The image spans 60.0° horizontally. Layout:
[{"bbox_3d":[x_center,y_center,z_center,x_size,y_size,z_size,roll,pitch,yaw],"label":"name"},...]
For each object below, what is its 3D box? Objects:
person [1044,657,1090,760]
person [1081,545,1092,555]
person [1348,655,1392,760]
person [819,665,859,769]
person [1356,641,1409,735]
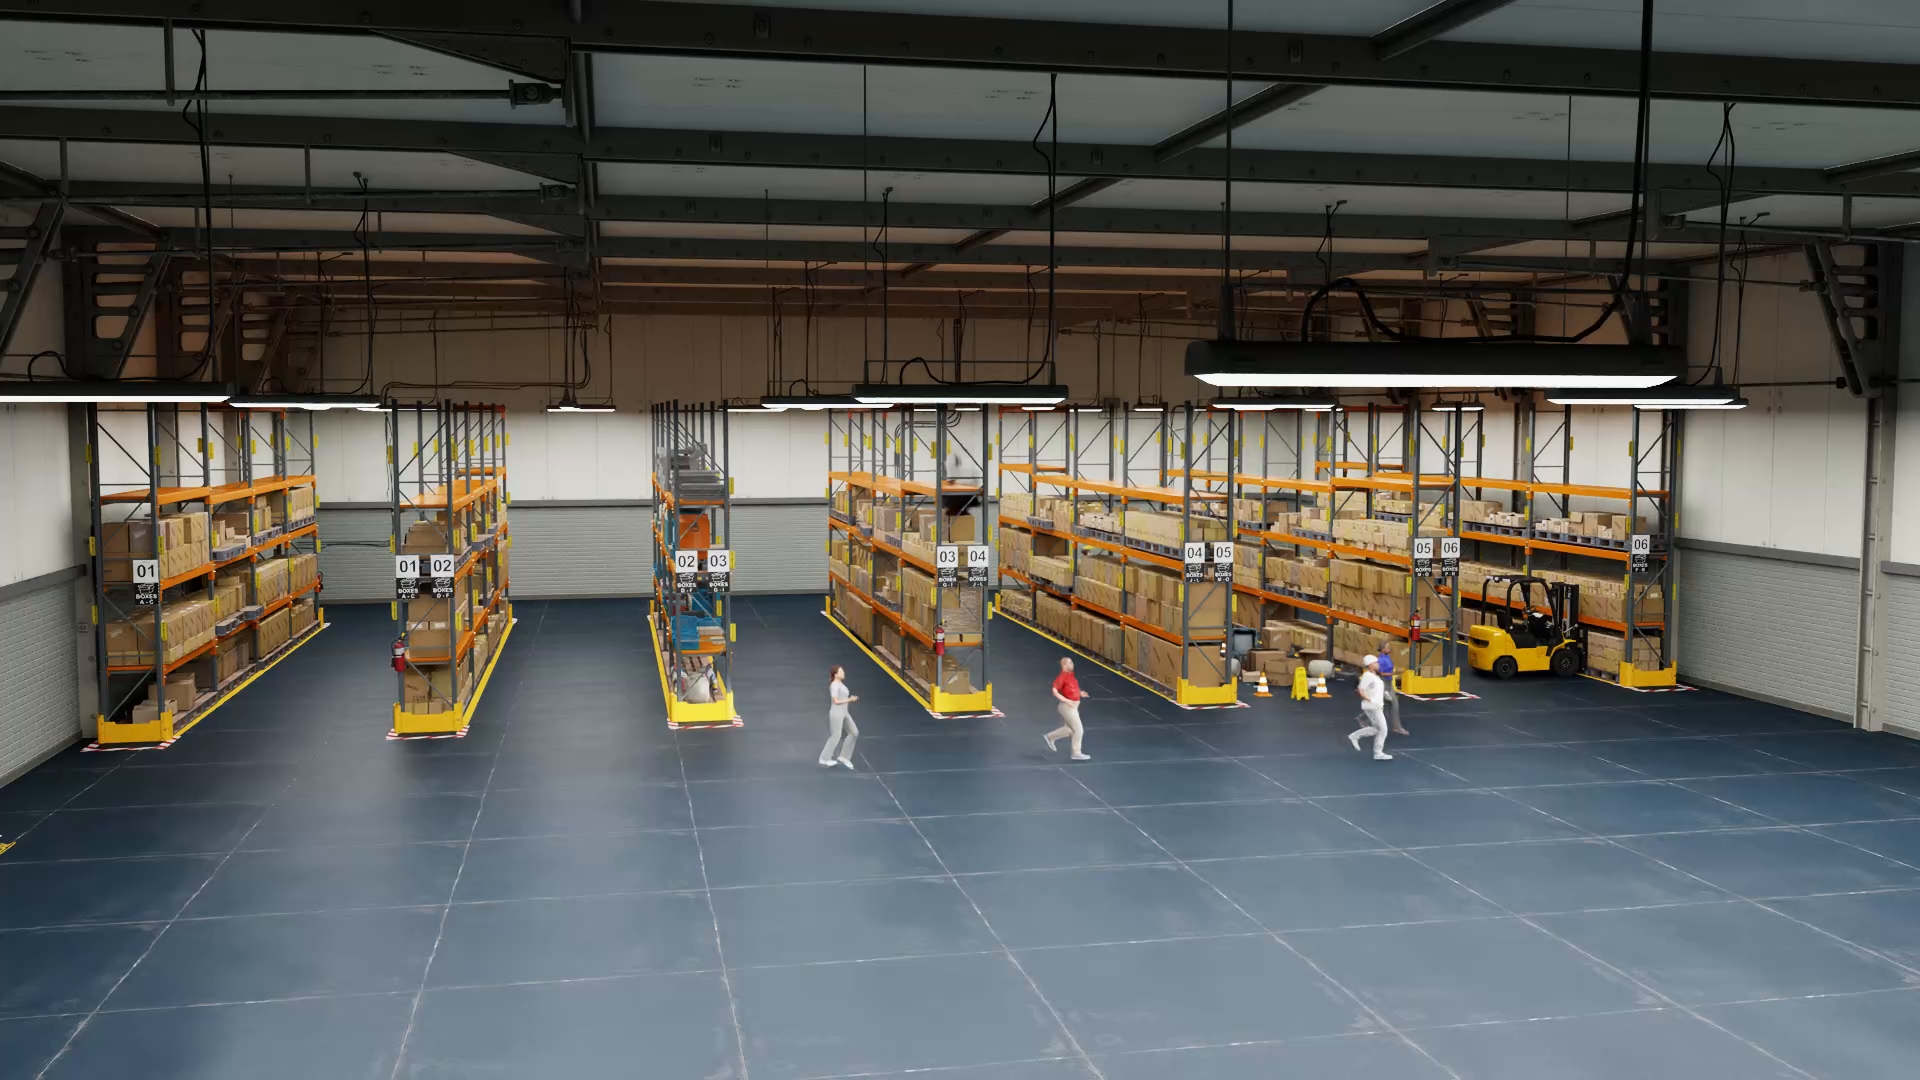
[{"bbox_3d":[1.772,2.792,27.657,0.830,1.689,0.675,1,5,18],"label":"person"},{"bbox_3d":[3.880,1.047,50.438,0.889,1.799,0.710,-1,4,-8],"label":"person"},{"bbox_3d":[6.816,2.773,27.622,0.755,1.740,0.690,2,5,24],"label":"person"},{"bbox_3d":[-1.947,2.864,26.888,0.691,1.704,0.544,1,4,15],"label":"person"},{"bbox_3d":[7.585,2.633,29.767,0.939,1.643,0.575,3,5,34],"label":"person"}]
